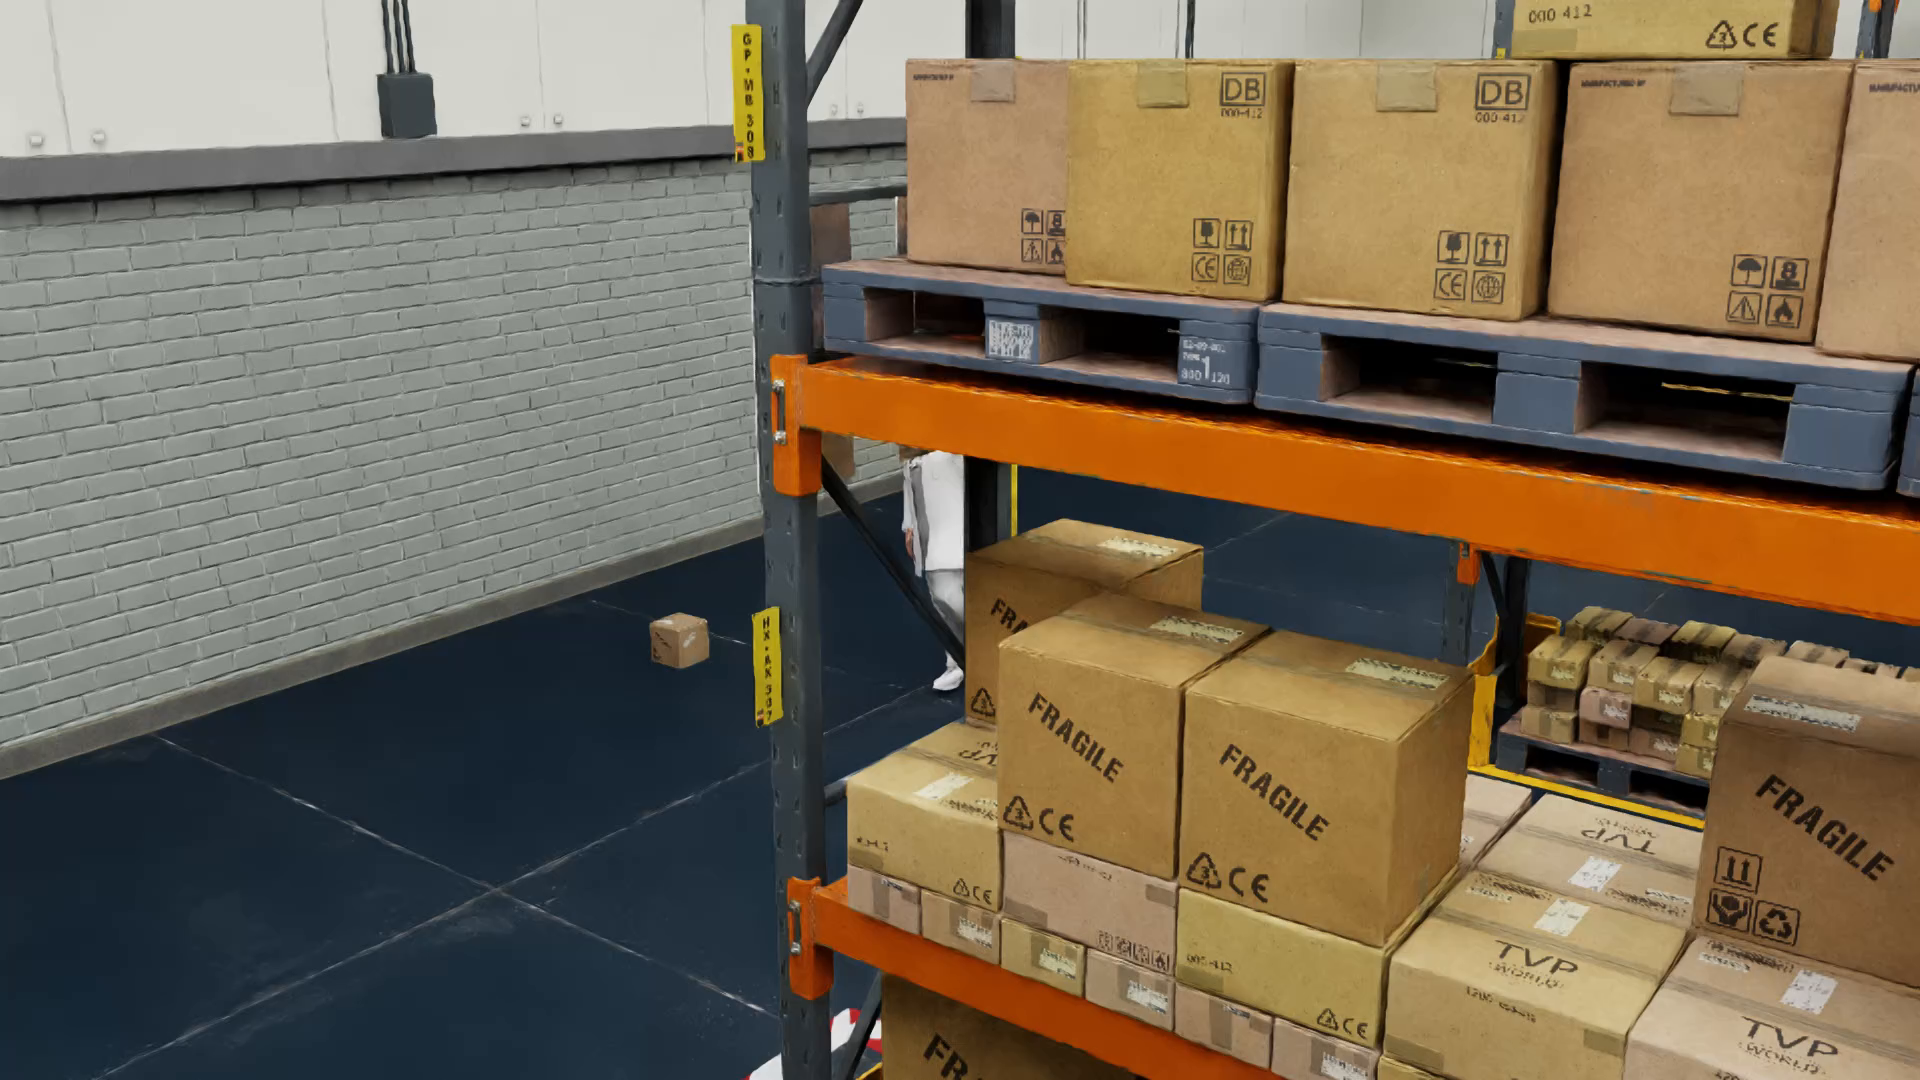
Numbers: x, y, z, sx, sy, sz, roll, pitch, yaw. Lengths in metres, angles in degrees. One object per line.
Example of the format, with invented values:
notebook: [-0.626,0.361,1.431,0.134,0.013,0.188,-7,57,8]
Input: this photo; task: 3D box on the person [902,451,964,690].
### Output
person: [-0.050,-0.029,9.668,0.562,1.749,0.754,-15,22,-41]
